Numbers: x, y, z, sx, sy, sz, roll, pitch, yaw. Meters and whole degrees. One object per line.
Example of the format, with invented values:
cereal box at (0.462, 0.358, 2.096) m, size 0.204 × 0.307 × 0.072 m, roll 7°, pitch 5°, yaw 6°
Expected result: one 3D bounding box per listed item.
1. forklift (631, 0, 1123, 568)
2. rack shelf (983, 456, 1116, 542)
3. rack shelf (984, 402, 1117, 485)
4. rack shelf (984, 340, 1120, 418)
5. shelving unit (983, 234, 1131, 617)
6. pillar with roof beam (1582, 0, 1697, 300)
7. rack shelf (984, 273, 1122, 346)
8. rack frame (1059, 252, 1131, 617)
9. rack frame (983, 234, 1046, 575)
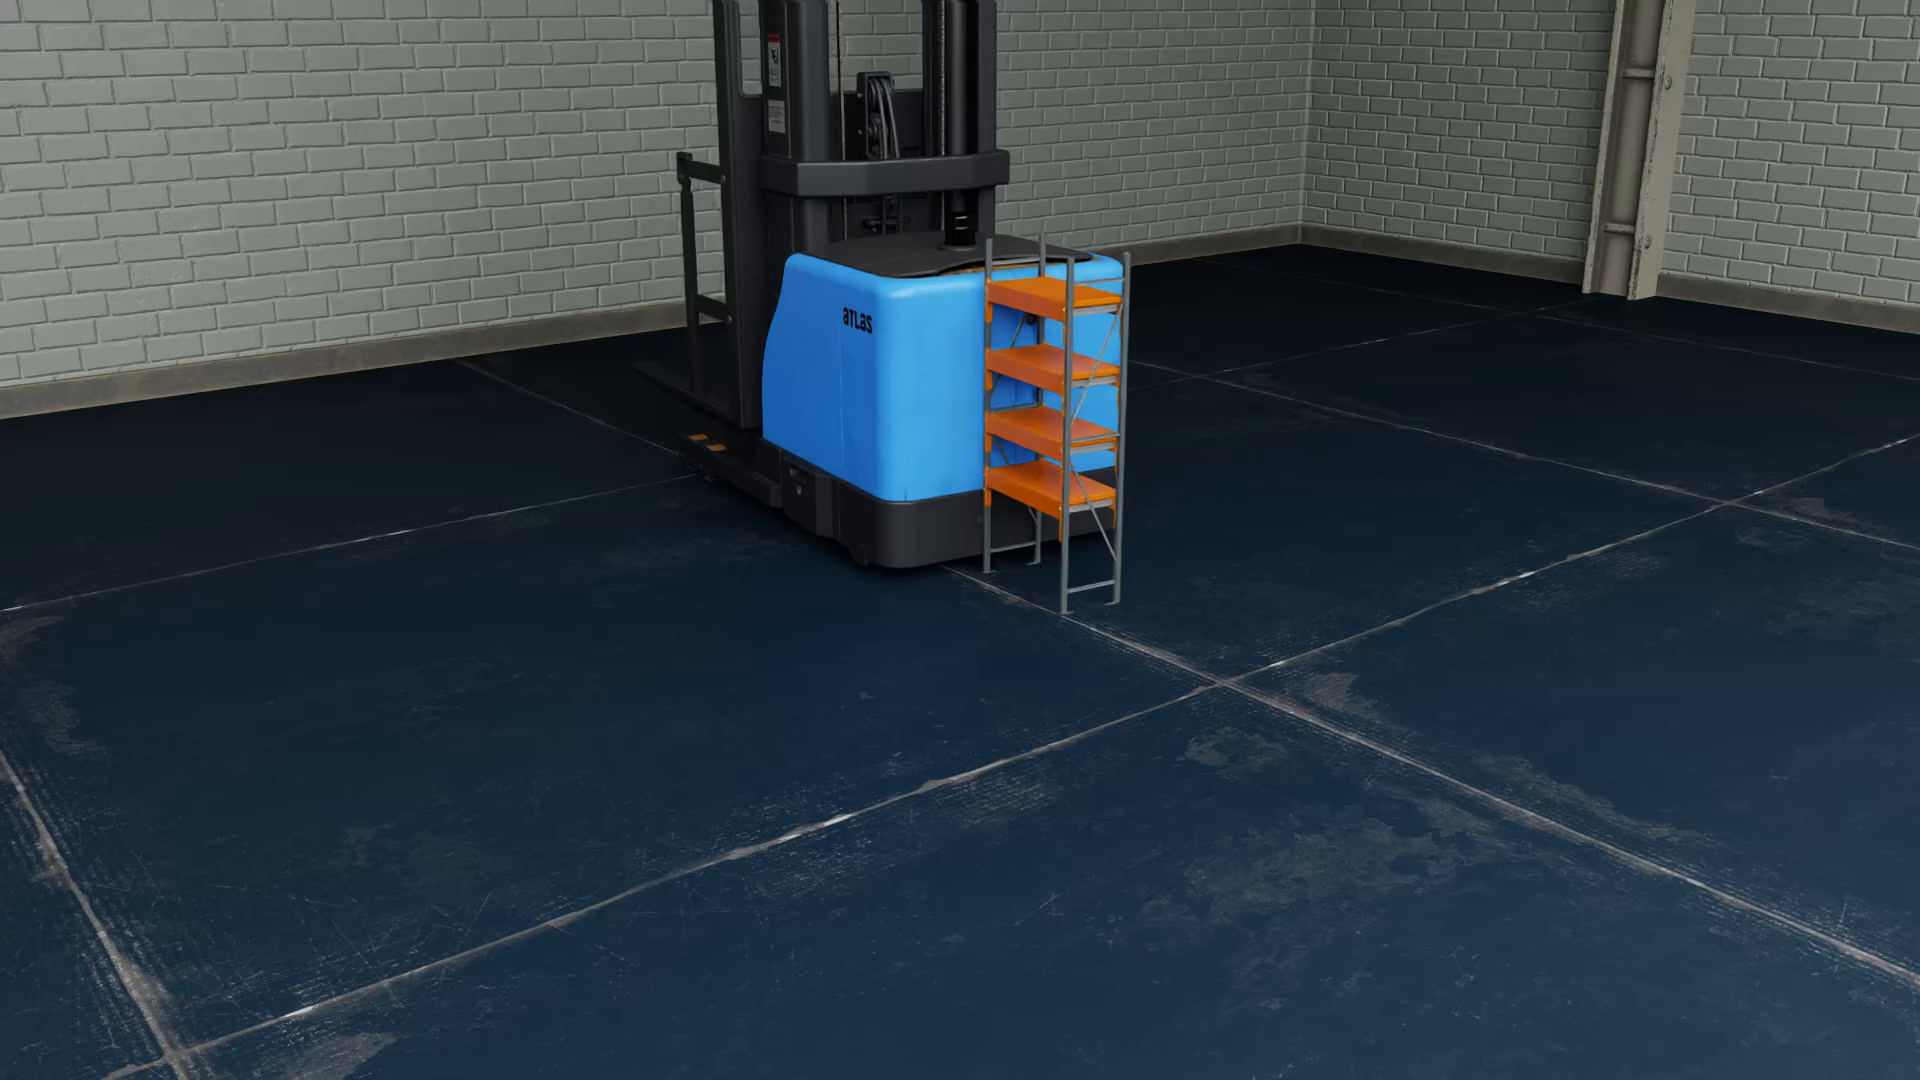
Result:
forklift at (-0.575, -1.704, 6.844) m, size 1.130 × 2.935 × 3.031 m, roll -11°, pitch 21°, yaw -29°
rack shelf at (0.315, -0.147, 5.743) m, size 0.258 × 0.148 × 0.480 m, roll -11°, pitch 21°, yaw -29°
rack shelf at (0.315, -0.335, 5.681) m, size 0.258 × 0.148 × 0.480 m, roll -11°, pitch 21°, yaw -29°
rack shelf at (0.315, -0.548, 5.611) m, size 0.258 × 0.148 × 0.480 m, roll -11°, pitch 21°, yaw -29°
shelving unit at (0.315, -0.399, 5.660) m, size 0.258 × 1.200 × 0.503 m, roll -11°, pitch 21°, yaw -29°
pillar with roof beam at (1.191, -5.137, 7.562) m, size 9.100 × 9.000 × 0.400 m, roll -14°, pitch 23°, yaw -36°
rack shelf at (0.315, -0.772, 5.536) m, size 0.258 × 0.148 × 0.480 m, roll -11°, pitch 21°, yaw -29°
rack frame at (0.441, -0.334, 5.461) m, size 0.240 × 1.200 × 0.015 m, roll -11°, pitch 21°, yaw -29°
rack frame at (0.190, -0.465, 5.858) m, size 0.240 × 1.200 × 0.015 m, roll -11°, pitch 21°, yaw -29°
